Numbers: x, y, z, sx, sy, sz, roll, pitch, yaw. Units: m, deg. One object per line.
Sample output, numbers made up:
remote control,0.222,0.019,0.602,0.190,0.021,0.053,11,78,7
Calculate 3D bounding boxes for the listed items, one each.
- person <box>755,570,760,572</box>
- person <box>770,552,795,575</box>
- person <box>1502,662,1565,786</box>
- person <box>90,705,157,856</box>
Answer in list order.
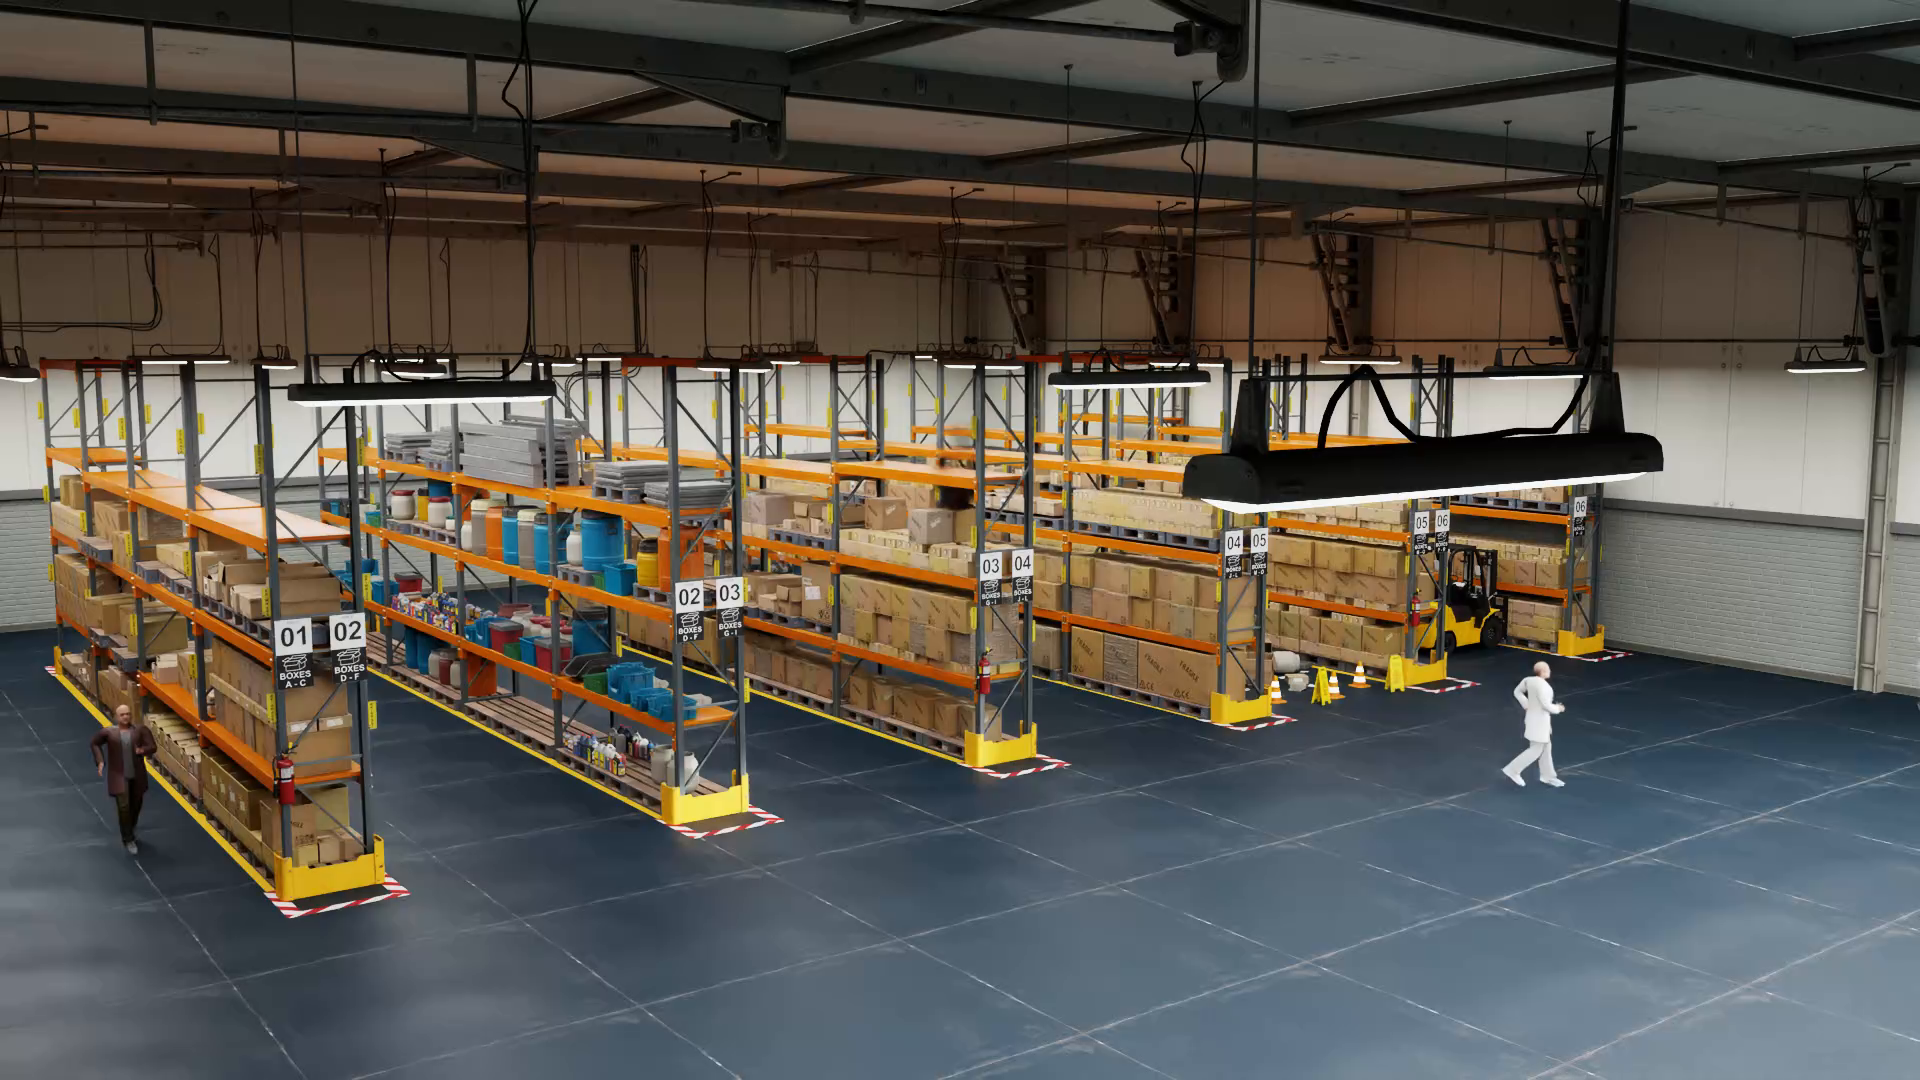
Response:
person,-4.166,1.417,34.387,0.582,1.609,0.719,-5,8,-34
person,-3.866,1.101,36.595,0.652,1.677,0.610,-4,8,-32
person,8.160,2.619,23.574,0.947,1.807,0.732,0,7,-1
person,-10.377,2.938,20.721,0.695,1.783,1.043,-5,9,-38
